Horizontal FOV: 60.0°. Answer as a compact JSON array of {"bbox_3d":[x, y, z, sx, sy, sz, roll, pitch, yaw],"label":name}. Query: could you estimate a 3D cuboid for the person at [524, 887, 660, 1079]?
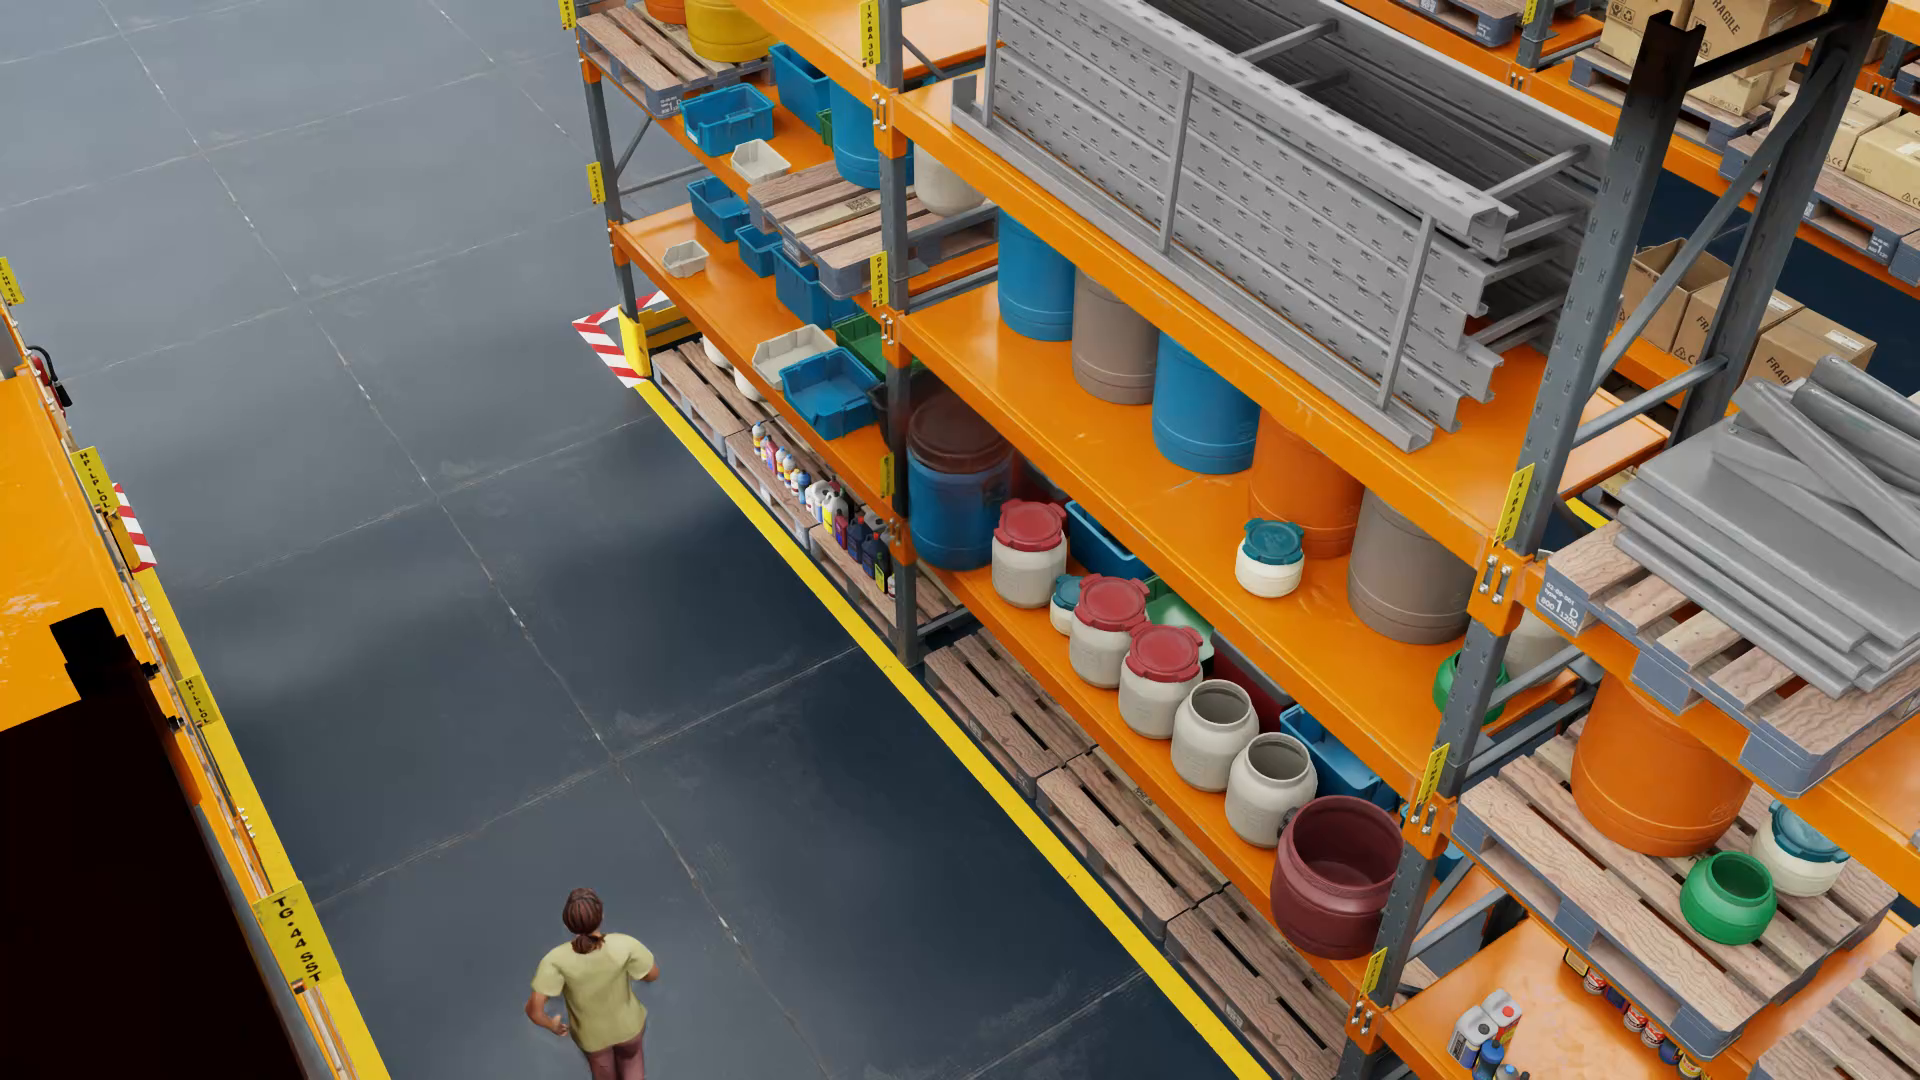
[{"bbox_3d":[-1.680,2.333,7.867,0.623,1.558,0.670,-14,45,-15],"label":"person"}]
